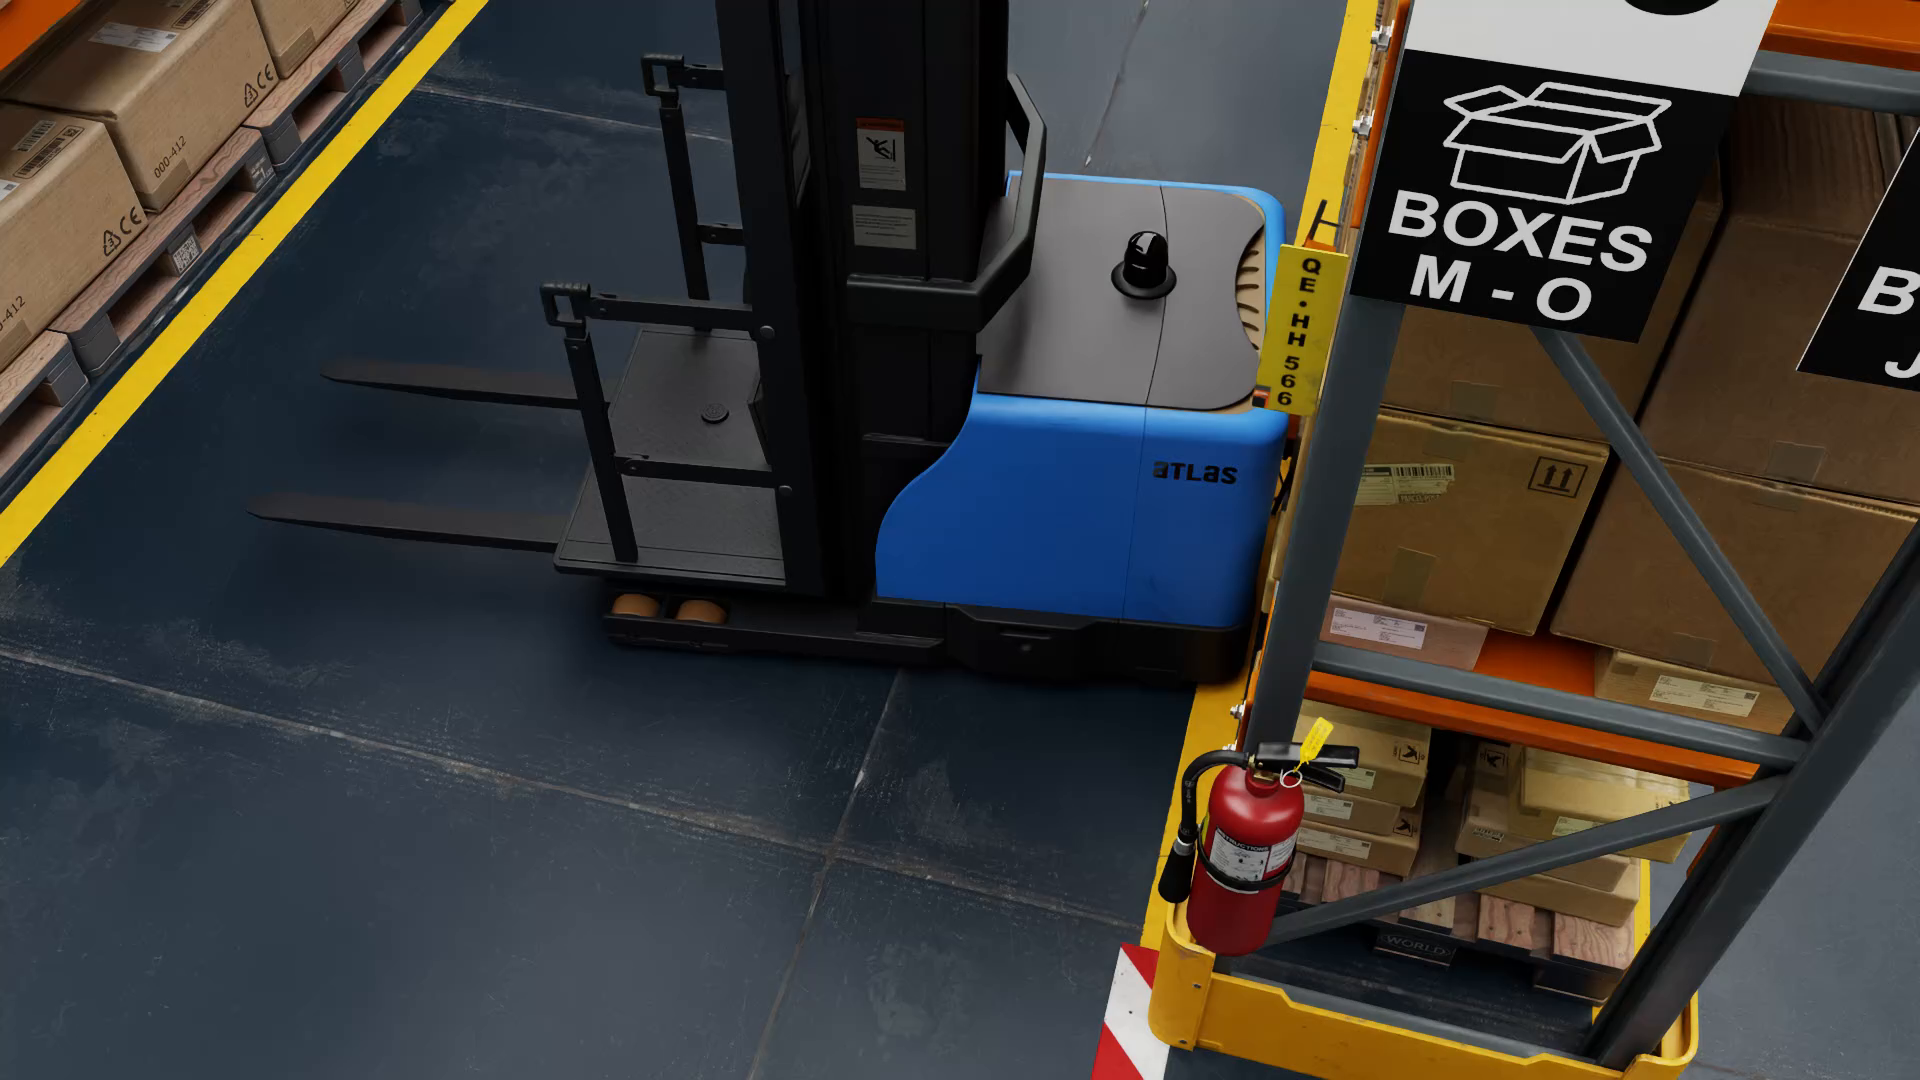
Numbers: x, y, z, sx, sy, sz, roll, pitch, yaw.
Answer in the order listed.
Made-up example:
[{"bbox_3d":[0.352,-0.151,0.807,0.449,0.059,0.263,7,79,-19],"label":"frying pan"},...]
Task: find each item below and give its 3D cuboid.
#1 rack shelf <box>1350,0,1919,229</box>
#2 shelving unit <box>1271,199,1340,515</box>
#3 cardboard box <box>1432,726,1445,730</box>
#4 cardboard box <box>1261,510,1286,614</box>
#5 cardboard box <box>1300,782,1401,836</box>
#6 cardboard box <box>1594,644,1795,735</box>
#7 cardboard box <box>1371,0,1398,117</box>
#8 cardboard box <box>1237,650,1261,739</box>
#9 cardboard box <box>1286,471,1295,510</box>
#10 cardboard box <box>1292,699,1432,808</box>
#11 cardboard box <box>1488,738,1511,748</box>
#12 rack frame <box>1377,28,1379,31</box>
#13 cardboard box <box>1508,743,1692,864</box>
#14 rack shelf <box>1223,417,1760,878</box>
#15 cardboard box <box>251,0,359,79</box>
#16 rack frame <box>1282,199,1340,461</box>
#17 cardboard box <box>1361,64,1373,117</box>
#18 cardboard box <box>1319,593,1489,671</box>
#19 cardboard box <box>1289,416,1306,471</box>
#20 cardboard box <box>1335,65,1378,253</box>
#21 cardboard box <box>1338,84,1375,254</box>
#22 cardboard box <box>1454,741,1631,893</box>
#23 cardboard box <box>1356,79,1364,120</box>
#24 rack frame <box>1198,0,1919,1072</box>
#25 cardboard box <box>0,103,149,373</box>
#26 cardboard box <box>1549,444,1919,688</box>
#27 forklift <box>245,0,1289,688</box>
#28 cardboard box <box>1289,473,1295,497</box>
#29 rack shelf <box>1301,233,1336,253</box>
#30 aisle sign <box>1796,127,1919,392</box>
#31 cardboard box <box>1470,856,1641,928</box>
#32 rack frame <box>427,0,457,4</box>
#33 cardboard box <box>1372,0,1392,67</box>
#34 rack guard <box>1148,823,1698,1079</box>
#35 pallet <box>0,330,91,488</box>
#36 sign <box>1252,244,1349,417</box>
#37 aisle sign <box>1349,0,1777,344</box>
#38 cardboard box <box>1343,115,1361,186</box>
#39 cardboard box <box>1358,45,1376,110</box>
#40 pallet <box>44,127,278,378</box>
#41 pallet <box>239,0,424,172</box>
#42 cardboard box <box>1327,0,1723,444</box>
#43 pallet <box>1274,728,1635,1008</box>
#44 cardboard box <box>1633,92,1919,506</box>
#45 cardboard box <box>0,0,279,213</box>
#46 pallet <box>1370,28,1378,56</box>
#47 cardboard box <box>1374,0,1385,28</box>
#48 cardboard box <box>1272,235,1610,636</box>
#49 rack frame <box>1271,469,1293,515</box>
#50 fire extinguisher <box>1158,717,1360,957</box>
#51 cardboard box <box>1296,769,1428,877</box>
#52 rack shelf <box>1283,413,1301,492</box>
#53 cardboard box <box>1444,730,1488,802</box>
[{"bbox_3d":[1.574,-1.904,3.409,1.077,0.370,4.000,12,50,10],"label":"rack shelf"},{"bbox_3d":[1.011,-0.517,4.986,0.215,1.050,0.252,17,52,4],"label":"shelving unit"},{"bbox_3d":[1.064,0.302,4.208,0.380,0.149,0.250,12,50,11],"label":"cardboard box"},{"bbox_3d":[1.009,0.089,4.395,0.380,0.149,0.250,11,49,9],"label":"cardboard box"},{"bbox_3d":[0.911,0.565,4.173,0.380,0.149,0.250,10,49,9],"label":"cardboard box"},{"bbox_3d":[1.449,0.211,3.231,0.380,0.149,0.250,11,50,10],"label":"cardboard box"},{"bbox_3d":[1.061,-0.912,3.122,0.500,0.500,0.500,10,49,9],"label":"cardboard box"},{"bbox_3d":[0.955,0.474,4.452,0.380,0.149,0.250,13,50,11],"label":"cardboard box"},{"bbox_3d":[1.166,-0.078,4.940,0.380,0.149,0.250,10,49,8],"label":"cardboard box"},{"bbox_3d":[0.942,0.472,4.057,0.380,0.149,0.250,12,50,10],"label":"cardboard box"},{"bbox_3d":[1.559,0.488,4.241,0.380,0.149,0.250,11,50,10],"label":"cardboard box"},{"bbox_3d":[2.100,-2.596,5.540,1.000,3.000,0.127,12,50,10],"label":"rack frame"},{"bbox_3d":[1.513,0.593,3.950,0.380,0.149,0.250,10,49,8],"label":"cardboard box"},{"bbox_3d":[1.574,-0.911,4.533,1.077,0.370,4.000,12,50,10],"label":"rack shelf"},{"bbox_3d":[-2.971,-2.358,6.759,0.875,0.438,0.875,11,49,9],"label":"cardboard box"},{"bbox_3d":[1.043,-0.608,5.060,0.200,1.050,0.008,17,52,4],"label":"rack frame"},{"bbox_3d":[1.323,-1.309,4.139,0.500,0.500,0.500,14,50,12],"label":"cardboard box"},{"bbox_3d":[0.860,0.089,3.338,0.380,0.149,0.250,12,50,10],"label":"cardboard box"},{"bbox_3d":[1.156,-0.291,4.731,0.380,0.149,0.250,13,50,11],"label":"cardboard box"},{"bbox_3d":[1.182,-0.950,3.823,0.500,0.500,0.500,12,50,10],"label":"cardboard box"},{"bbox_3d":[1.058,-0.581,3.497,0.500,0.500,0.500,11,49,9],"label":"cardboard box"},{"bbox_3d":[1.433,0.675,4.076,0.380,0.149,0.250,13,50,12],"label":"cardboard box"},{"bbox_3d":[1.694,-1.591,6.275,0.380,0.149,0.250,10,49,8],"label":"cardboard box"},{"bbox_3d":[1.047,0.297,2.987,1.000,3.000,0.127,12,50,10],"label":"rack frame"},{"bbox_3d":[-3.445,-1.058,5.612,0.875,0.438,0.875,13,50,11],"label":"cardboard box"},{"bbox_3d":[1.432,-0.104,3.076,0.500,0.500,0.500,14,50,12],"label":"cardboard box"},{"bbox_3d":[-0.623,-1.026,4.200,3.031,2.935,1.130,5,49,4],"label":"forklift"},{"bbox_3d":[1.170,-0.188,4.838,0.380,0.149,0.250,12,50,11],"label":"cardboard box"},{"bbox_3d":[1.044,-0.681,4.770,0.215,0.259,0.240,17,52,4],"label":"rack shelf"},{"bbox_3d":[1.317,-0.451,1.913,0.394,0.787,0.004,12,50,10],"label":"aisle sign"},{"bbox_3d":[1.494,0.786,4.177,0.380,0.149,0.250,12,50,11],"label":"cardboard box"},{"bbox_3d":[-2.702,-3.500,6.338,1.000,3.000,0.127,12,50,10],"label":"rack frame"},{"bbox_3d":[1.189,-1.289,3.455,0.500,0.500,0.500,14,50,12],"label":"cardboard box"},{"bbox_3d":[1.067,1.070,3.973,1.175,0.500,0.348,12,50,10],"label":"rack guard"},{"bbox_3d":[-3.620,-0.277,5.354,1.003,0.211,1.213,12,50,10],"label":"pallet"},{"bbox_3d":[0.517,-0.314,2.544,0.100,0.325,0.005,12,50,10],"label":"sign"},{"bbox_3d":[0.739,-0.569,2.018,0.394,0.787,0.004,12,50,10],"label":"aisle sign"},{"bbox_3d":[1.624,-1.399,6.105,0.380,0.149,0.250,13,50,11],"label":"cardboard box"},{"bbox_3d":[1.696,-1.691,6.165,0.380,0.149,0.250,14,50,12],"label":"cardboard box"},{"bbox_3d":[-3.297,-1.157,6.130,1.003,0.211,1.213,12,50,10],"label":"pallet"},{"bbox_3d":[-2.978,-2.042,6.912,1.003,0.211,1.213,12,50,10],"label":"pallet"},{"bbox_3d":[0.928,-0.545,2.798,0.500,0.500,0.500,11,49,9],"label":"cardboard box"},{"bbox_3d":[1.315,0.585,4.593,1.003,0.211,1.213,12,50,10],"label":"pallet"},{"bbox_3d":[1.422,-0.437,2.703,0.500,0.500,0.500,11,50,10],"label":"cardboard box"},{"bbox_3d":[-3.206,-1.710,6.187,0.875,0.438,0.875,10,49,9],"label":"cardboard box"},{"bbox_3d":[2.304,-2.237,7.083,1.003,0.211,1.213,12,50,10],"label":"pallet"},{"bbox_3d":[1.436,-1.702,4.487,0.500,0.500,0.500,11,49,9],"label":"cardboard box"},{"bbox_3d":[0.917,-0.210,3.169,0.500,0.500,0.500,12,50,11],"label":"cardboard box"},{"bbox_3d":[0.978,-0.426,4.911,0.200,1.050,0.008,17,52,4],"label":"rack frame"},{"bbox_3d":[0.536,0.538,3.075,0.296,0.674,0.183,12,50,10],"label":"fire extinguisher"},{"bbox_3d":[0.985,0.680,4.271,0.380,0.149,0.250,12,50,11],"label":"cardboard box"},{"bbox_3d":[0.975,-0.343,5.213,0.215,0.259,0.240,17,52,4],"label":"rack shelf"},{"bbox_3d":[1.484,0.581,4.358,0.380,0.149,0.250,11,50,10],"label":"cardboard box"}]
